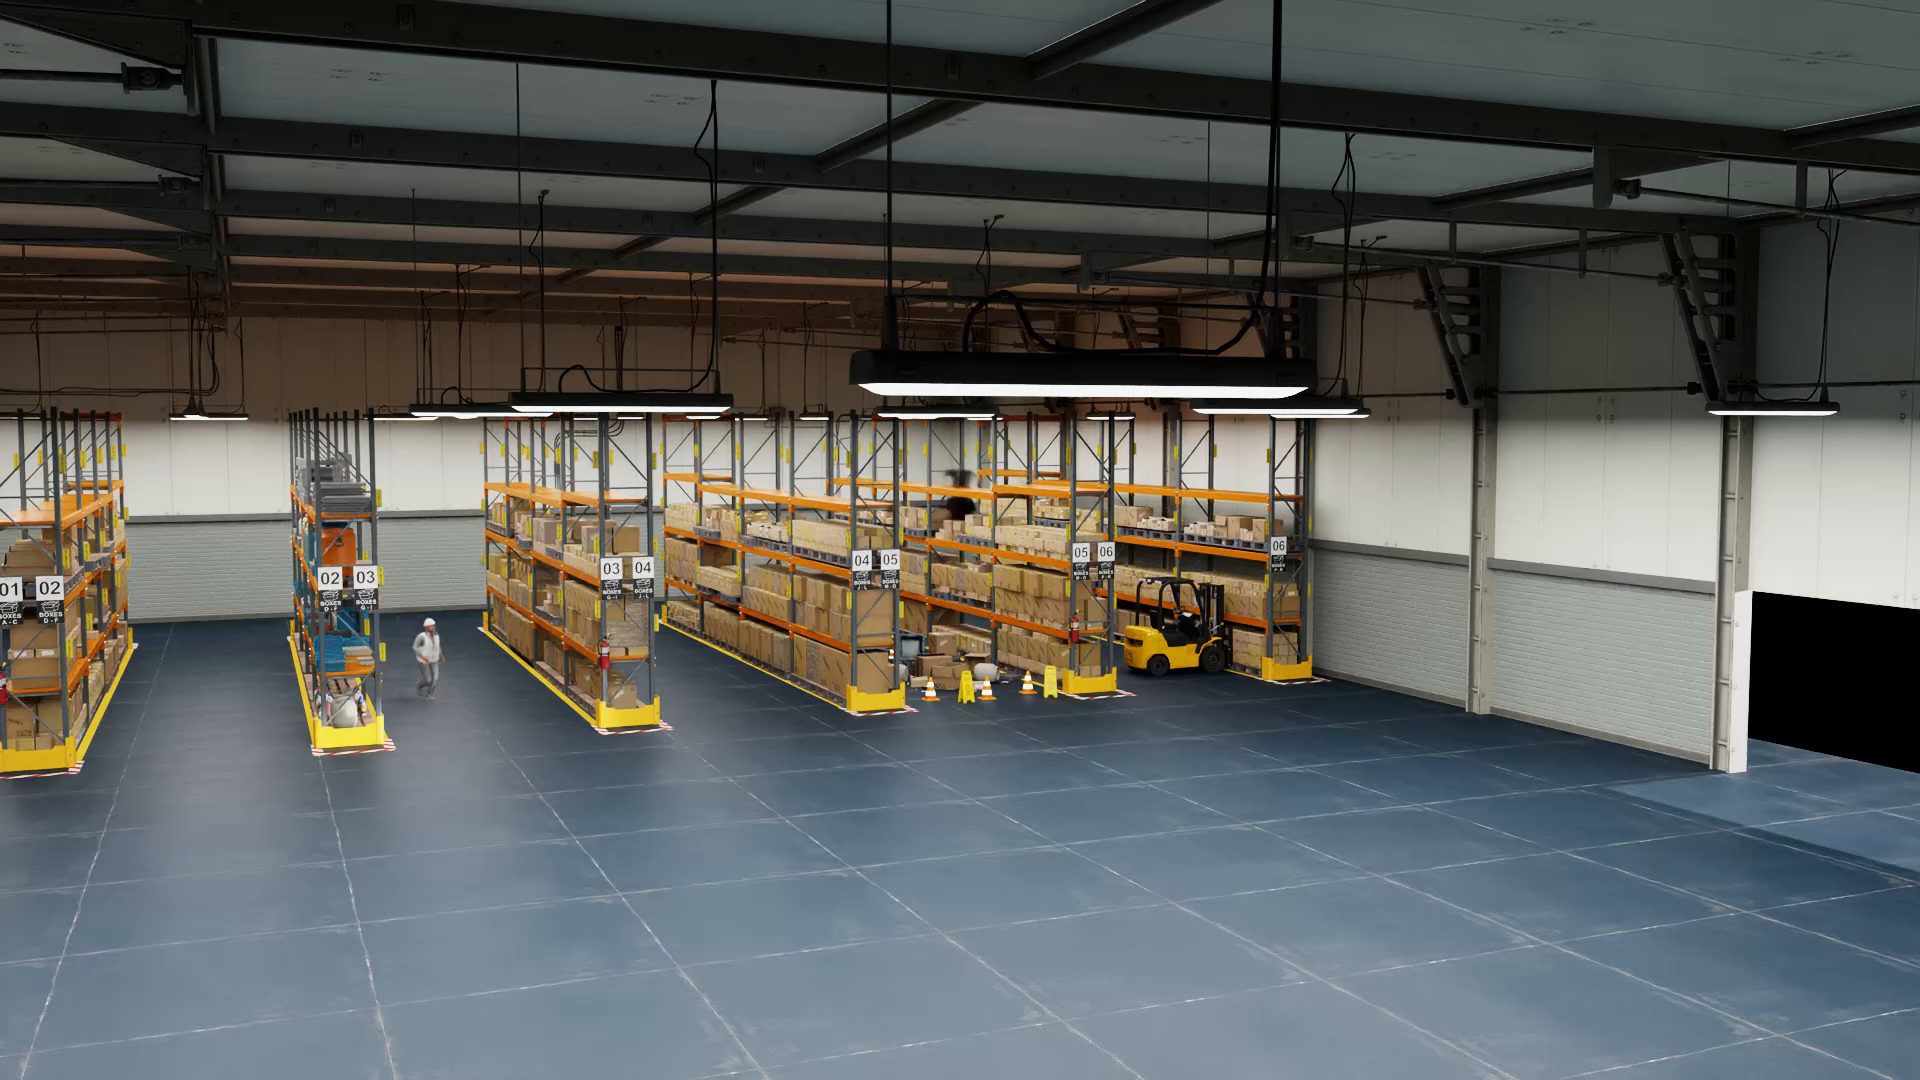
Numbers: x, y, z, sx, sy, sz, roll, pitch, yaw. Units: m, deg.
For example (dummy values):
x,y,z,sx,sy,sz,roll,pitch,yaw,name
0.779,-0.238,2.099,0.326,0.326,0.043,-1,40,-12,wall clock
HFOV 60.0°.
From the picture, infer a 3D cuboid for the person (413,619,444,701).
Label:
x,y,z,sx,sy,sz,roll,pitch,yaw,name
-11.026,2.469,34.370,0.628,1.708,0.659,4,5,41,person
